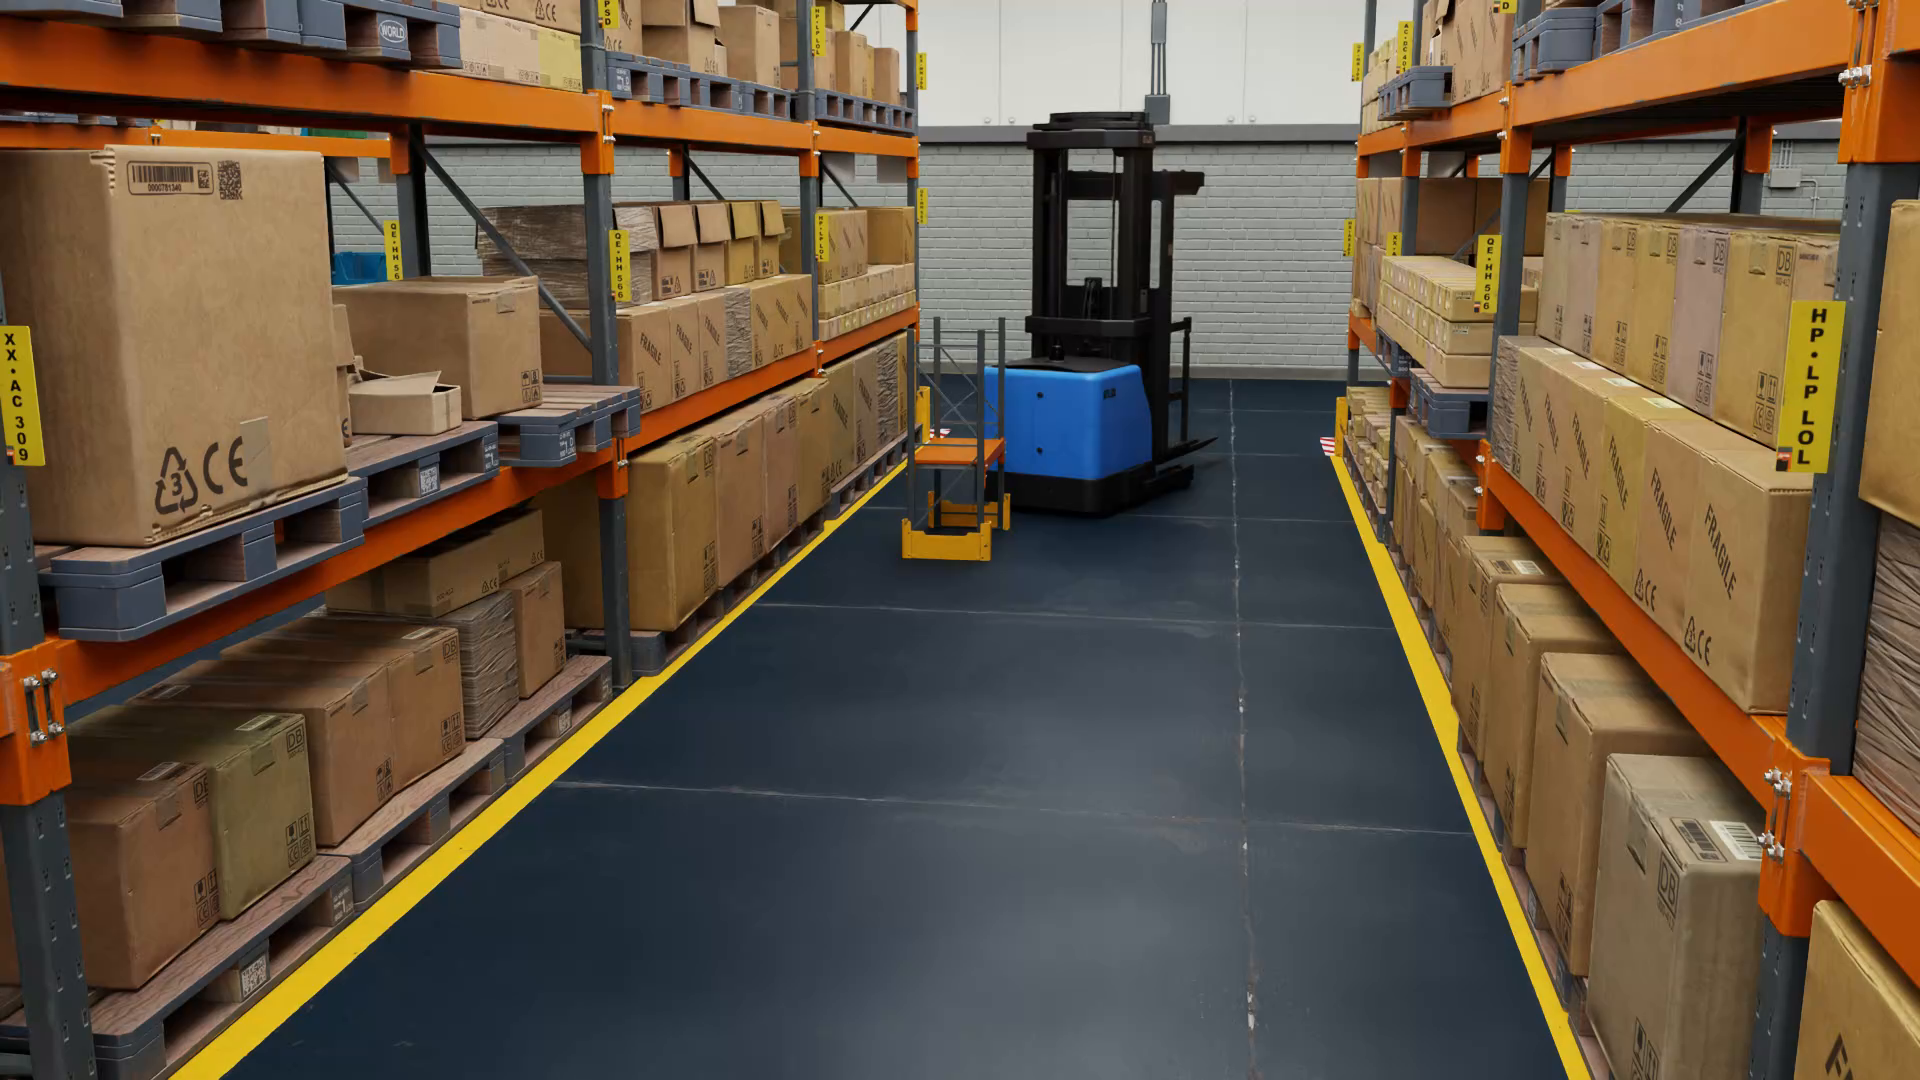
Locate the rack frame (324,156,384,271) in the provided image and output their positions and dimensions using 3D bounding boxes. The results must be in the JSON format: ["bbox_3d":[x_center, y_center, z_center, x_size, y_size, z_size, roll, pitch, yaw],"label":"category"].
[{"bbox_3d":[-5.781,-2.586,16.373,1.000,3.000,0.127,2,12,9],"label":"rack frame"}]

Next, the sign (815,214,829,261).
[{"bbox_3d":[-0.965,-2.105,11.579,0.100,0.325,0.005,2,12,9],"label":"sign"}]

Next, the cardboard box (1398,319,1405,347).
[{"bbox_3d":[2.673,-1.155,9.330,0.380,0.149,0.250,2,12,8],"label":"cardboard box"}]

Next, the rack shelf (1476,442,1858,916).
[{"bbox_3d":[2.460,0.189,5.202,1.077,0.370,4.000,2,12,9],"label":"rack shelf"}]

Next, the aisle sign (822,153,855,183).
[{"bbox_3d":[-1.172,-3.721,15.469,0.394,0.787,0.004,2,12,9],"label":"aisle sign"}]

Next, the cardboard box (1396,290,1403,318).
[{"bbox_3d":[2.712,-1.354,9.549,0.380,0.149,0.250,2,12,11],"label":"cardboard box"}]

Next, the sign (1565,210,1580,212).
[{"bbox_3d":[3.932,-1.960,10.720,0.100,0.325,0.005,2,12,9],"label":"sign"}]

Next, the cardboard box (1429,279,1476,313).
[{"bbox_3d":[2.471,-1.175,8.015,0.380,0.149,0.250,2,12,10],"label":"cardboard box"}]

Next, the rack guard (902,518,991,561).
[{"bbox_3d":[-0.088,-0.003,10.912,0.587,0.250,0.087,2,12,9],"label":"rack guard"}]

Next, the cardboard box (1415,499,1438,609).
[{"bbox_3d":[2.760,0.074,8.966,0.500,0.500,0.500,1,12,6],"label":"cardboard box"}]

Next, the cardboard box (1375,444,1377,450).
[{"bbox_3d":[3.326,-0.660,12.500,0.380,0.149,0.250,2,12,10],"label":"cardboard box"}]

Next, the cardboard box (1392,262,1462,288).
[{"bbox_3d":[2.748,-1.554,9.772,0.380,0.149,0.250,2,12,8],"label":"cardboard box"}]

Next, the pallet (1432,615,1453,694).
[{"bbox_3d":[2.890,0.622,8.106,1.003,0.211,1.213,2,12,9],"label":"pallet"}]

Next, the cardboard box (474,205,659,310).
[{"bbox_3d":[-1.989,-1.451,8.489,0.797,0.503,0.637,2,12,11],"label":"cardboard box"}]

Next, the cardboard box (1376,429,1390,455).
[{"bbox_3d":[3.212,-0.703,11.992,0.380,0.149,0.250,2,12,8],"label":"cardboard box"}]

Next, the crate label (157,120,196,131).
[{"bbox_3d":[-6.035,-3.183,12.651,0.293,0.136,0.466,2,12,9],"label":"crate label"}]

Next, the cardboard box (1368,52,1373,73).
[{"bbox_3d":[3.553,-3.910,13.617,0.380,0.149,0.250,2,12,9],"label":"cardboard box"}]

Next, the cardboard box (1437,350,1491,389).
[{"bbox_3d":[2.390,-0.779,7.586,0.380,0.149,0.250,2,12,10],"label":"cardboard box"}]

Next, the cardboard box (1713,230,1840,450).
[{"bbox_3d":[2.300,-0.494,4.056,0.700,0.500,0.500,2,12,8],"label":"cardboard box"}]

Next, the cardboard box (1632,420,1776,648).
[{"bbox_3d":[2.047,-0.017,4.216,0.500,0.500,0.500,2,12,8],"label":"cardboard box"}]

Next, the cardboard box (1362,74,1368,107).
[{"bbox_3d":[3.673,-3.796,14.038,0.500,0.250,0.500,2,12,10],"label":"cardboard box"}]

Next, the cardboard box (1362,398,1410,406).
[{"bbox_3d":[3.537,-1.084,13.763,0.380,0.149,0.250,1,12,6],"label":"cardboard box"}]

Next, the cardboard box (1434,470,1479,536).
[{"bbox_3d":[2.681,-0.185,8.387,0.500,0.250,0.500,2,12,9],"label":"cardboard box"}]

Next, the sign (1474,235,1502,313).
[{"bbox_3d":[2.230,-1.121,7.017,0.100,0.325,0.005,2,12,9],"label":"sign"}]

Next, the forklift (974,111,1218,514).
[{"bbox_3d":[1.260,-1.887,13.292,1.130,2.935,3.031,7,14,28],"label":"forklift"}]

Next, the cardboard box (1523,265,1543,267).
[{"bbox_3d":[3.351,-1.479,9.425,0.380,0.149,0.250,1,12,7],"label":"cardboard box"}]

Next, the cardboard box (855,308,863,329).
[{"bbox_3d":[-0.970,-1.739,13.037,0.380,0.149,0.250,2,12,8],"label":"cardboard box"}]

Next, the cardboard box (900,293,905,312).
[{"bbox_3d":[-0.695,-2.111,14.767,0.380,0.149,0.250,2,12,9],"label":"cardboard box"}]

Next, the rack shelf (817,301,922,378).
[{"bbox_3d":[-1.195,-1.658,13.773,1.077,0.370,4.000,2,12,9],"label":"rack shelf"}]

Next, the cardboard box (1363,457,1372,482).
[{"bbox_3d":[3.266,-0.531,12.608,0.380,0.149,0.250,2,12,9],"label":"cardboard box"}]

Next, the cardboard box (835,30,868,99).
[{"bbox_3d":[-1.133,-3.743,13.151,0.700,0.500,0.500,2,12,11],"label":"cardboard box"}]

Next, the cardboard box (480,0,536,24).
[{"bbox_3d":[-2.012,-2.305,6.527,0.500,0.500,0.500,2,12,9],"label":"cardboard box"}]

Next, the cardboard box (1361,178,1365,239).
[{"bbox_3d":[3.596,-2.737,13.756,0.500,0.500,0.500,2,12,10],"label":"cardboard box"}]

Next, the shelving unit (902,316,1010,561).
[{"bbox_3d":[-0.012,-0.717,11.262,0.587,1.500,1.083,2,12,9],"label":"shelving unit"}]

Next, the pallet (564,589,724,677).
[{"bbox_3d":[-1.922,0.441,8.945,1.003,0.211,1.213,2,12,9],"label":"pallet"}]

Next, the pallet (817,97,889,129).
[{"bbox_3d":[-1.176,-3.439,13.422,1.003,0.211,1.213,2,12,9],"label":"pallet"}]

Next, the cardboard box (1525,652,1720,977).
[{"bbox_3d":[2.312,0.816,4.931,1.050,0.750,0.750,2,12,9],"label":"cardboard box"}]

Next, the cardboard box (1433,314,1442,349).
[{"bbox_3d":[2.433,-0.980,7.813,0.380,0.149,0.250,2,12,11],"label":"cardboard box"}]

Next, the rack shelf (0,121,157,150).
[{"bbox_3d":[-6.704,-2.452,10.338,1.077,0.370,4.000,2,12,9],"label":"rack shelf"}]

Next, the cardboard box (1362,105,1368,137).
[{"bbox_3d":[3.677,-3.552,14.090,0.500,0.250,0.500,2,12,11],"label":"cardboard box"}]

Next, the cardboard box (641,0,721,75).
[{"bbox_3d":[-1.824,-2.908,9.507,0.797,0.503,0.637,2,12,8],"label":"cardboard box"}]

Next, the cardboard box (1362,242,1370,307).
[{"bbox_3d":[3.511,-2.140,13.359,0.500,0.500,0.500,2,12,9],"label":"cardboard box"}]

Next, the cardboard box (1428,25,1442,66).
[{"bbox_3d":[3.040,-2.863,9.752,0.500,0.311,0.500,2,12,8],"label":"cardboard box"}]

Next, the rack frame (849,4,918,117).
[{"bbox_3d":[-0.887,-5.358,14.997,1.000,3.000,0.127,2,12,9],"label":"rack frame"}]

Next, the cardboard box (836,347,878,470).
[{"bbox_3d":[-1.183,-1.082,13.439,0.875,0.875,0.875,2,12,9],"label":"cardboard box"}]

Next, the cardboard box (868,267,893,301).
[{"bbox_3d":[-0.856,-2.177,14.124,0.500,0.250,0.500,1,12,7],"label":"cardboard box"}]

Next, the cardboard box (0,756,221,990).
[{"bbox_3d":[-2.617,0.952,4.844,0.700,0.500,0.500,1,12,4],"label":"cardboard box"}]

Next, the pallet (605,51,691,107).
[{"bbox_3d":[-2.071,-2.270,8.235,1.213,0.211,1.003,2,12,11],"label":"pallet"}]

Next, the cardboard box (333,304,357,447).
[{"bbox_3d":[-2.557,-0.547,5.671,0.797,0.503,0.637,3,13,14],"label":"cardboard box"}]

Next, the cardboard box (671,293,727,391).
[{"bbox_3d":[-1.621,-1.116,9.313,0.500,0.500,0.500,2,12,8],"label":"cardboard box"}]

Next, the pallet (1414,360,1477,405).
[{"bbox_3d":[3.032,-0.898,8.996,1.003,0.211,1.213,2,12,9],"label":"pallet"}]
